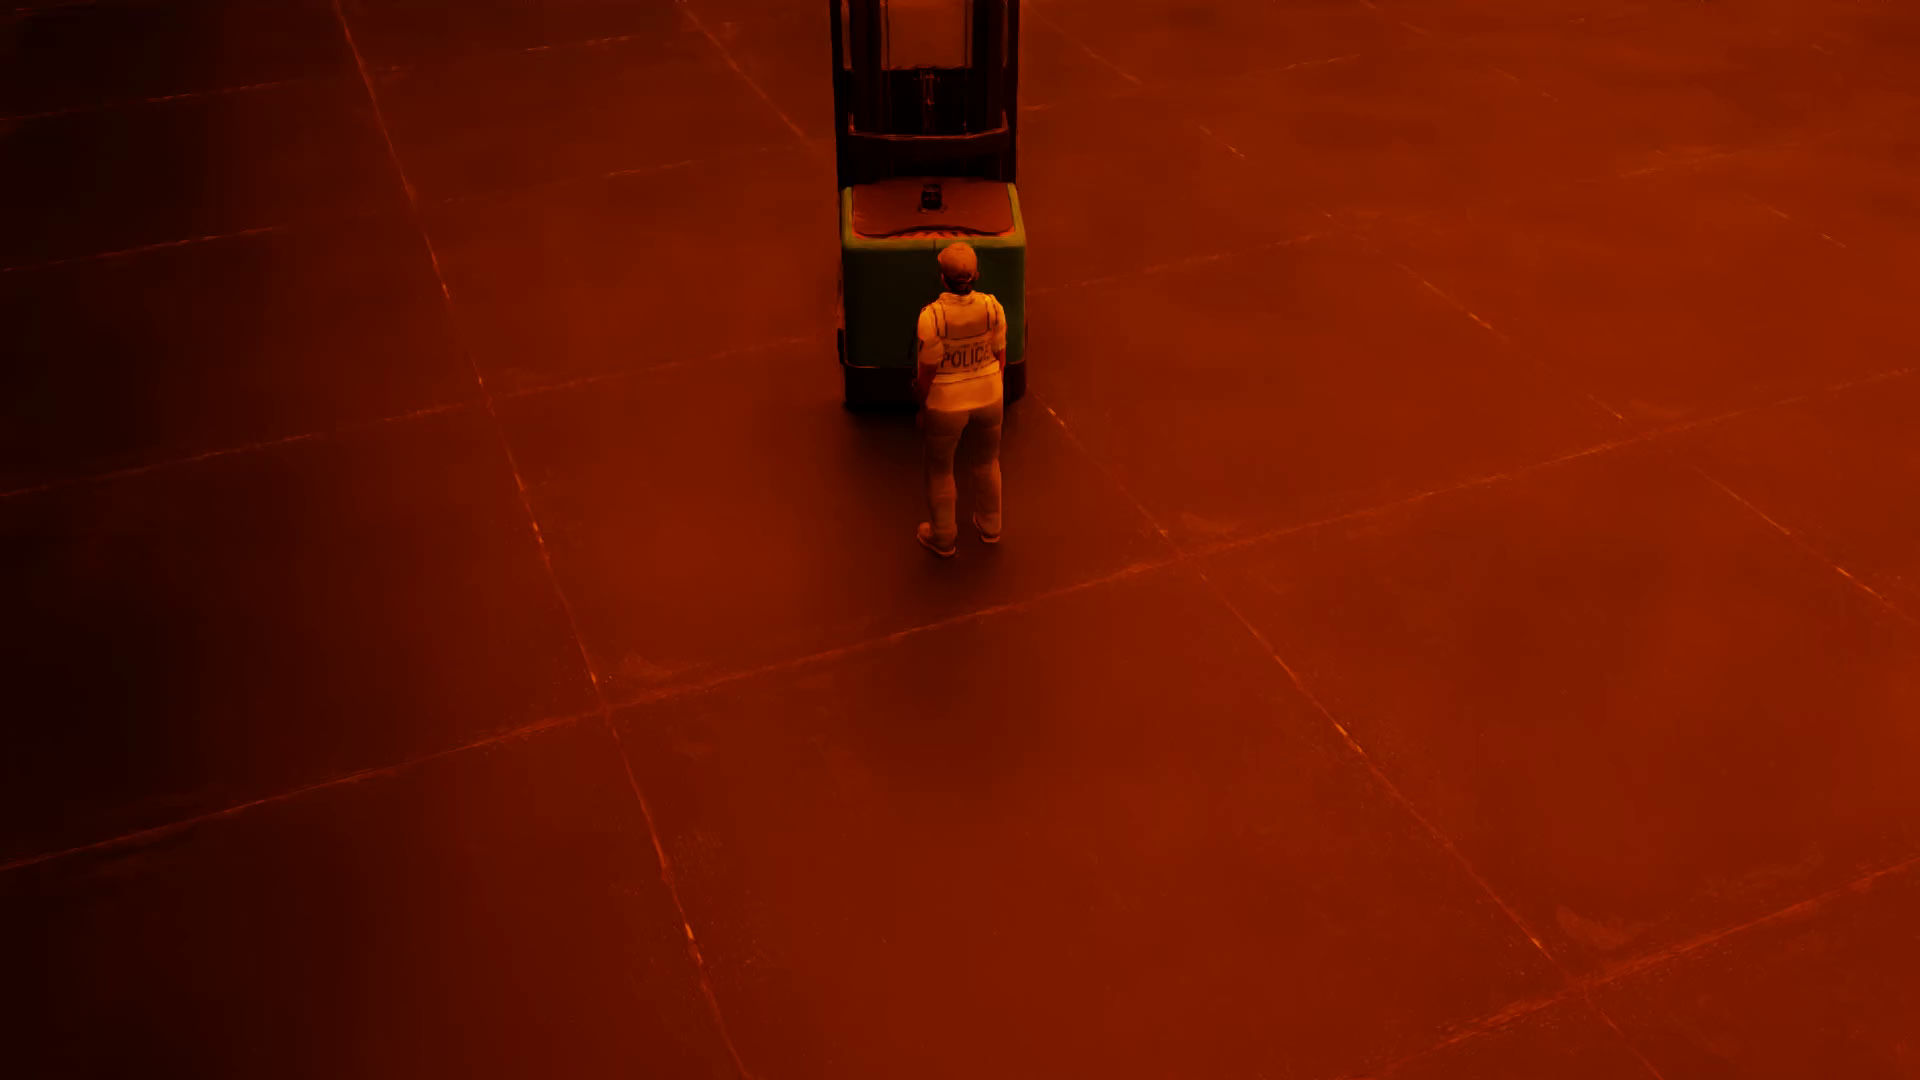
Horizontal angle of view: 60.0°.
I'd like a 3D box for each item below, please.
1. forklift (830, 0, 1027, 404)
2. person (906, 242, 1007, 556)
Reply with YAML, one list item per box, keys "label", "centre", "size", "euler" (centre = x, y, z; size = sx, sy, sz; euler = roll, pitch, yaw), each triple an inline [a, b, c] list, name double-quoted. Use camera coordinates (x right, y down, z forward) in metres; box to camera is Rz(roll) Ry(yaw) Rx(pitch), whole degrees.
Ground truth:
- label: "forklift"
  centre: [-0.218, -2.811, 10.052]
  size: [1.130, 2.935, 3.031]
  euler: [-2, 35, -2]
- label: "person"
  centre: [-0.001, -0.687, 8.162]
  size: [0.482, 1.669, 0.390]
  euler: [-14, 38, -19]
